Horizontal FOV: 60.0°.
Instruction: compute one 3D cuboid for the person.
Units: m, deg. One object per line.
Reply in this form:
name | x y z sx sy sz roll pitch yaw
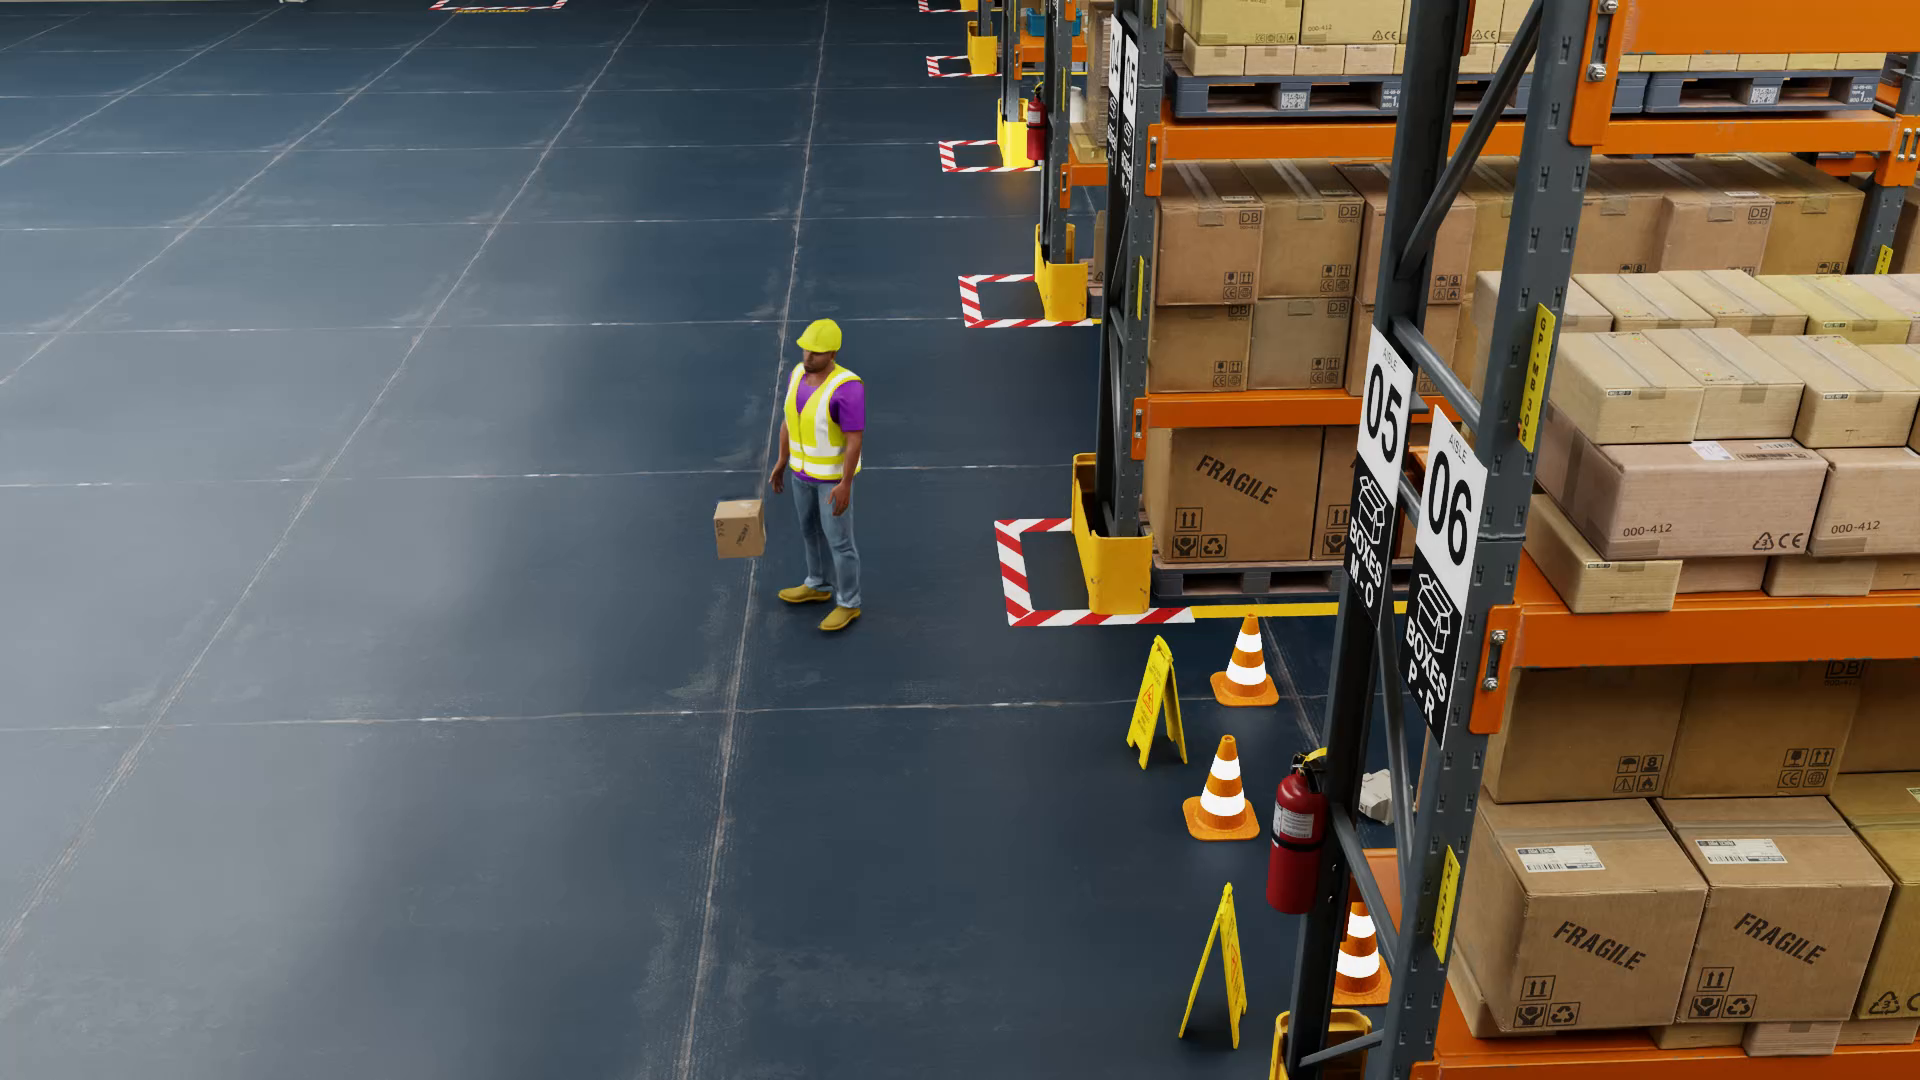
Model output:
person | -0.788 -0.376 9.273 0.600 1.766 0.398 25 36 39
